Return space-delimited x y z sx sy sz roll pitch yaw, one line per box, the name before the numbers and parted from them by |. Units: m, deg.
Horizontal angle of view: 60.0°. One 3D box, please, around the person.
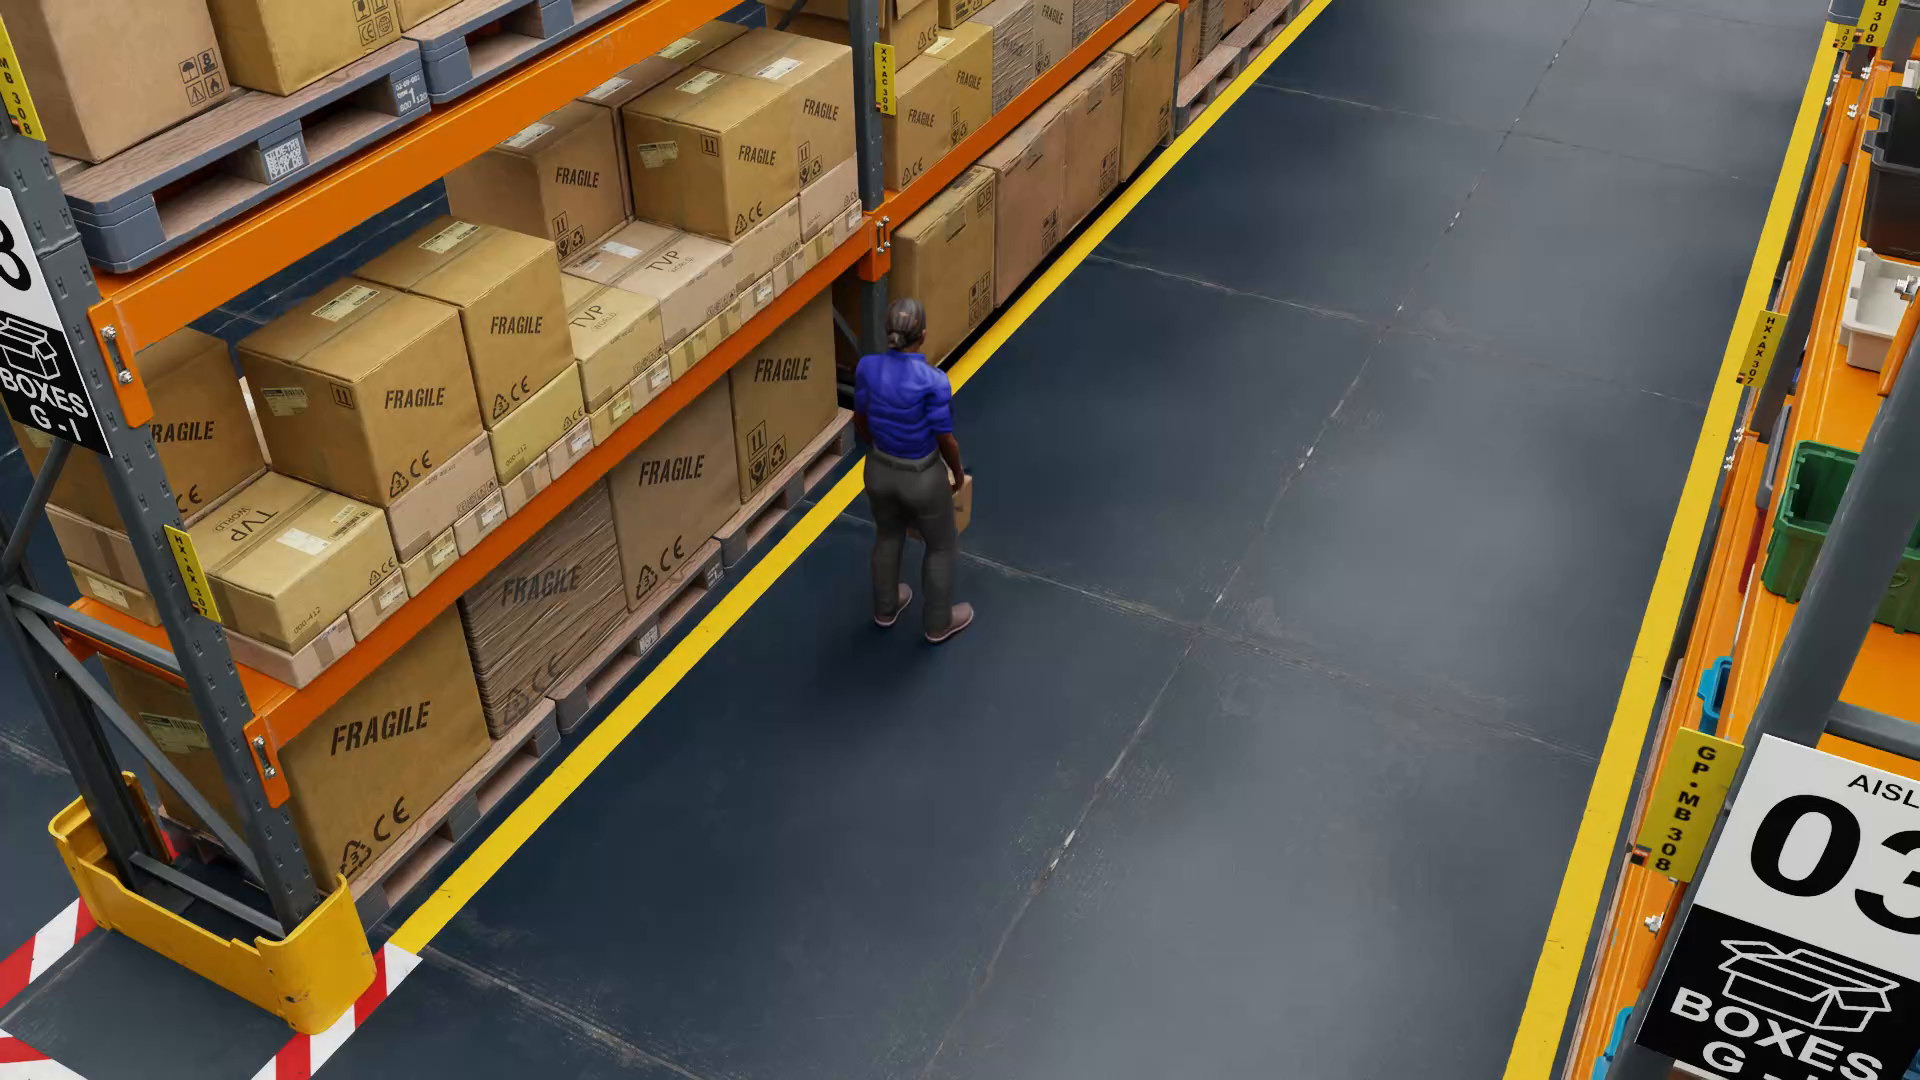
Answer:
person | -0.210 -0.280 7.116 0.494 1.645 0.345 17 41 20
